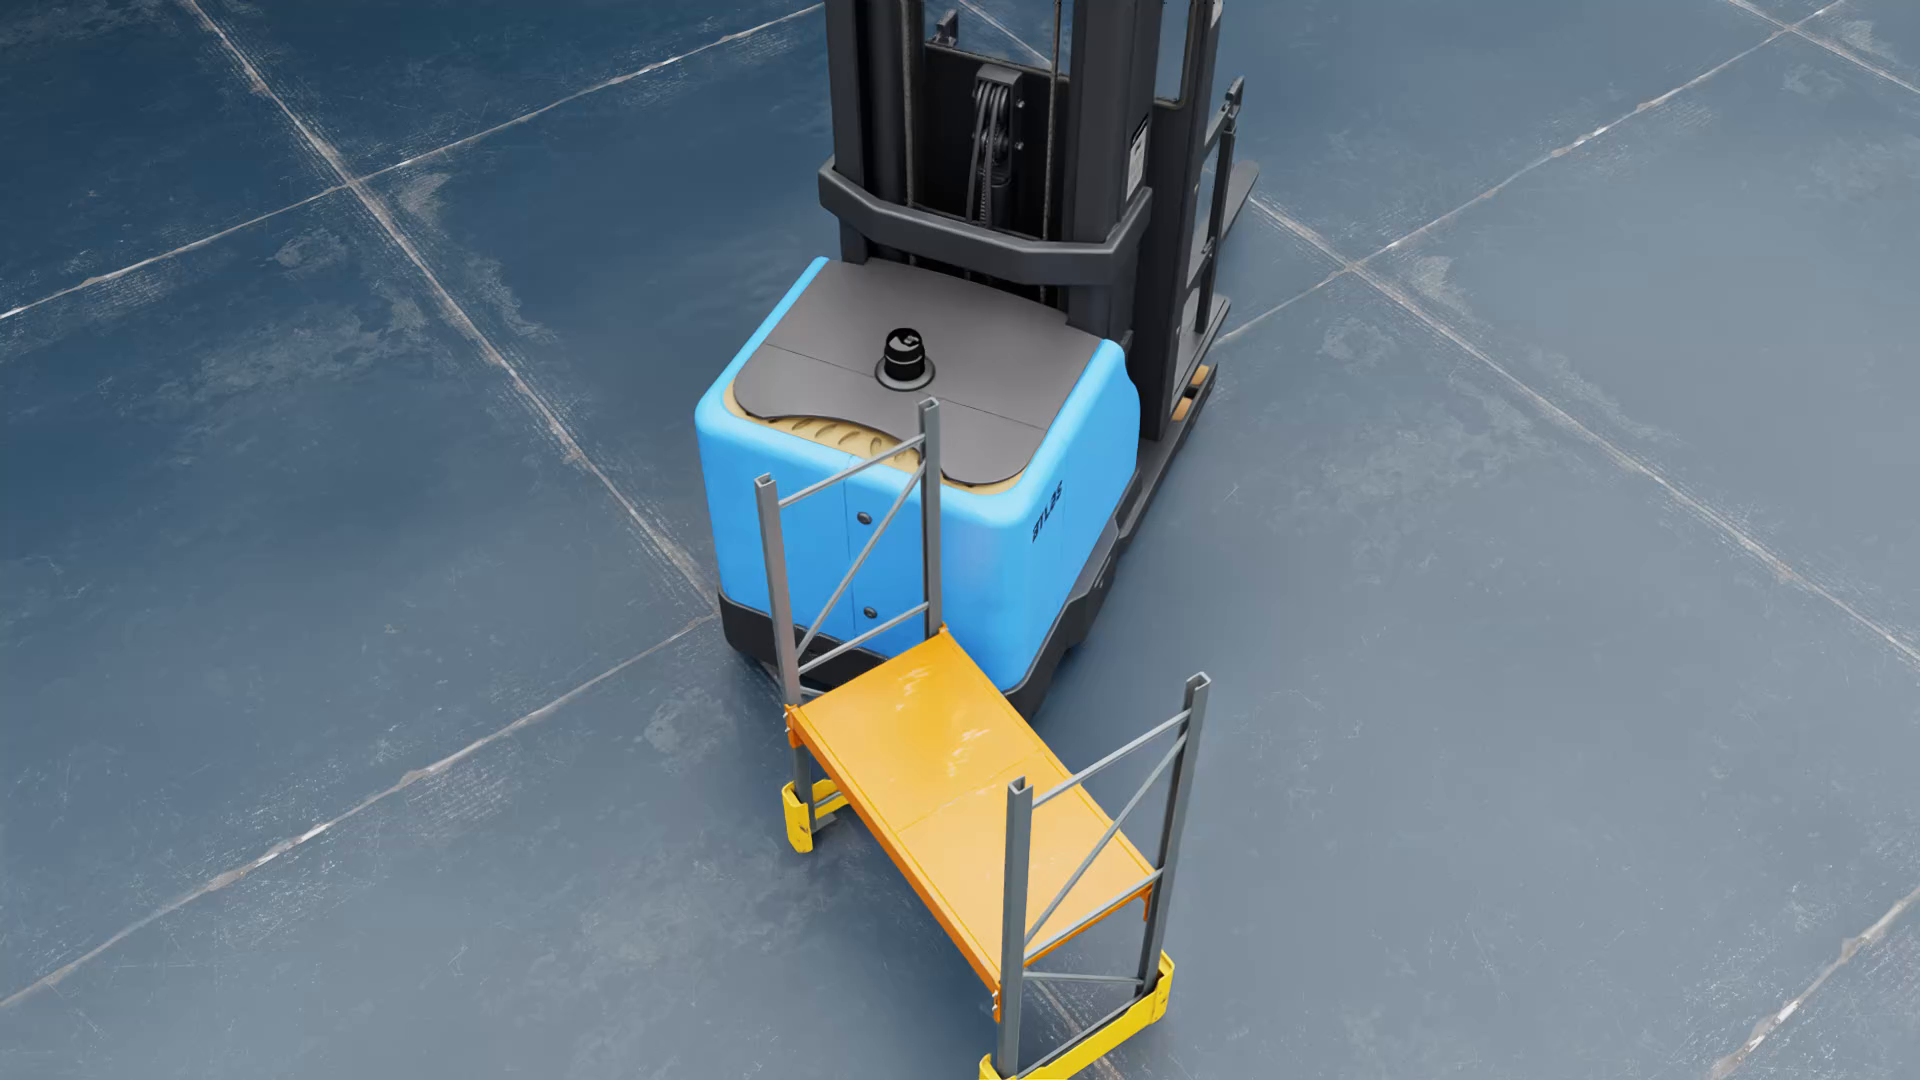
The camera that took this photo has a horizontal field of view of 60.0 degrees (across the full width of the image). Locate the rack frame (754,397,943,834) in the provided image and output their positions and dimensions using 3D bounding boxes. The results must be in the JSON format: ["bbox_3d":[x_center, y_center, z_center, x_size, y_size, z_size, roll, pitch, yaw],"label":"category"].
[{"bbox_3d":[-0.264,0.269,4.494,0.500,1.500,0.032,-27,53,-22],"label":"rack frame"}]

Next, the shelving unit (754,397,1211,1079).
[{"bbox_3d":[0.028,0.586,4.207,0.587,1.500,1.083,-27,53,-22],"label":"shelving unit"}]

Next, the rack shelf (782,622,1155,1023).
[{"bbox_3d":[0.022,0.701,4.345,0.538,0.185,1.000,-27,53,-22],"label":"rack shelf"}]

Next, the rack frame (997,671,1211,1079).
[{"bbox_3d":[0.309,0.891,3.930,0.500,1.500,0.032,-27,53,-22],"label":"rack frame"}]

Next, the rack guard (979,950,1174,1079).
[{"bbox_3d":[0.308,1.310,4.393,0.587,0.250,0.087,-27,53,-22],"label":"rack guard"}]

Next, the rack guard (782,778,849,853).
[{"bbox_3d":[-0.253,0.700,4.946,0.587,0.250,0.087,-27,53,-22],"label":"rack guard"}]

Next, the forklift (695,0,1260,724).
[{"bbox_3d":[0.305,-1.470,5.105,1.130,2.935,3.031,19,50,16],"label":"forklift"}]
